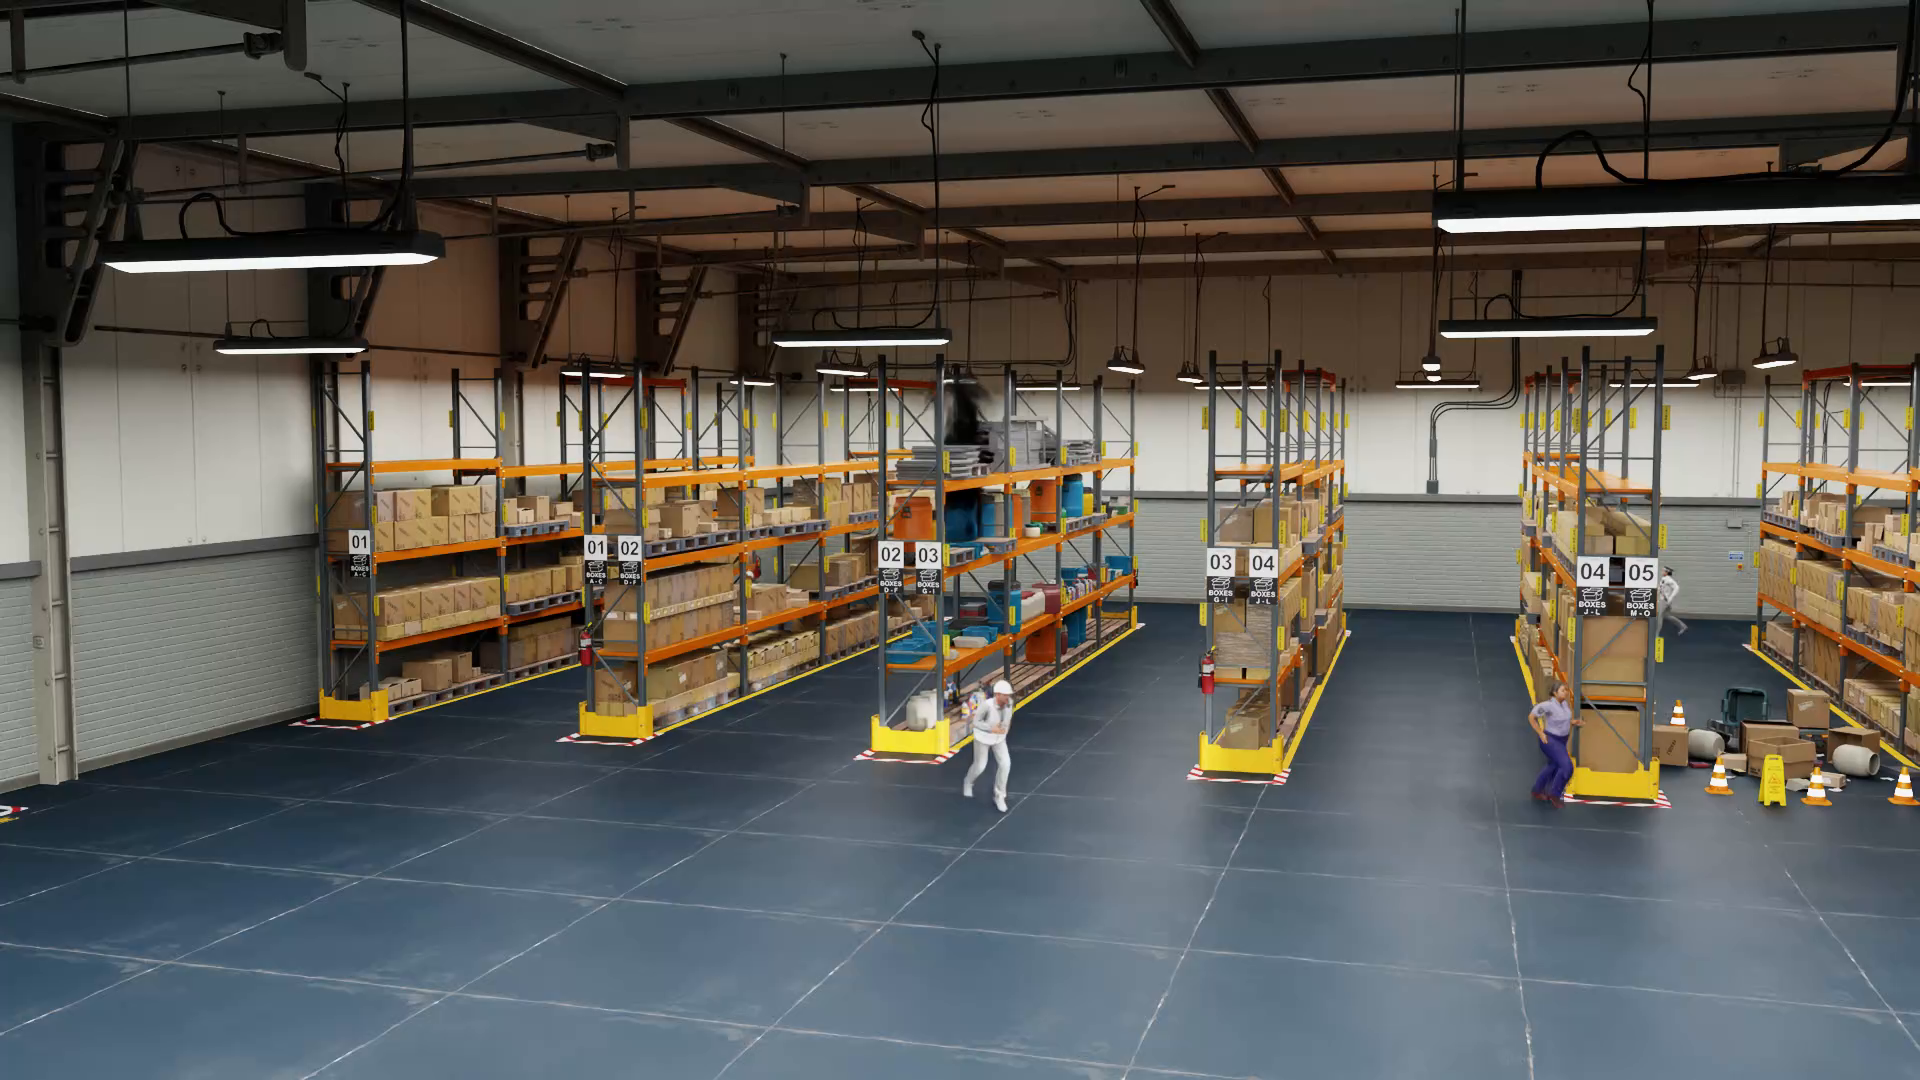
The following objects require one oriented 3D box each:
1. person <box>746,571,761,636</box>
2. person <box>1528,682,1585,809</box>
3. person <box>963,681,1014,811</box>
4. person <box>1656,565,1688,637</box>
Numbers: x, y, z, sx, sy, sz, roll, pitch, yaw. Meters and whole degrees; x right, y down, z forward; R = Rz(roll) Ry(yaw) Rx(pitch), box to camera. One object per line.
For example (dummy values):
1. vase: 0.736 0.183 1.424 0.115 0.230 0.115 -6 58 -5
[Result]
1. person: -4.550 1.548 36.204 0.674 1.766 0.741 2 4 23
2. person: 7.723 2.671 21.604 0.723 1.673 0.626 4 6 44
3. person: 0.380 2.645 21.661 0.701 1.729 1.034 -3 5 -33
4. person: 16.254 1.410 38.172 0.892 1.689 0.622 1 4 17
